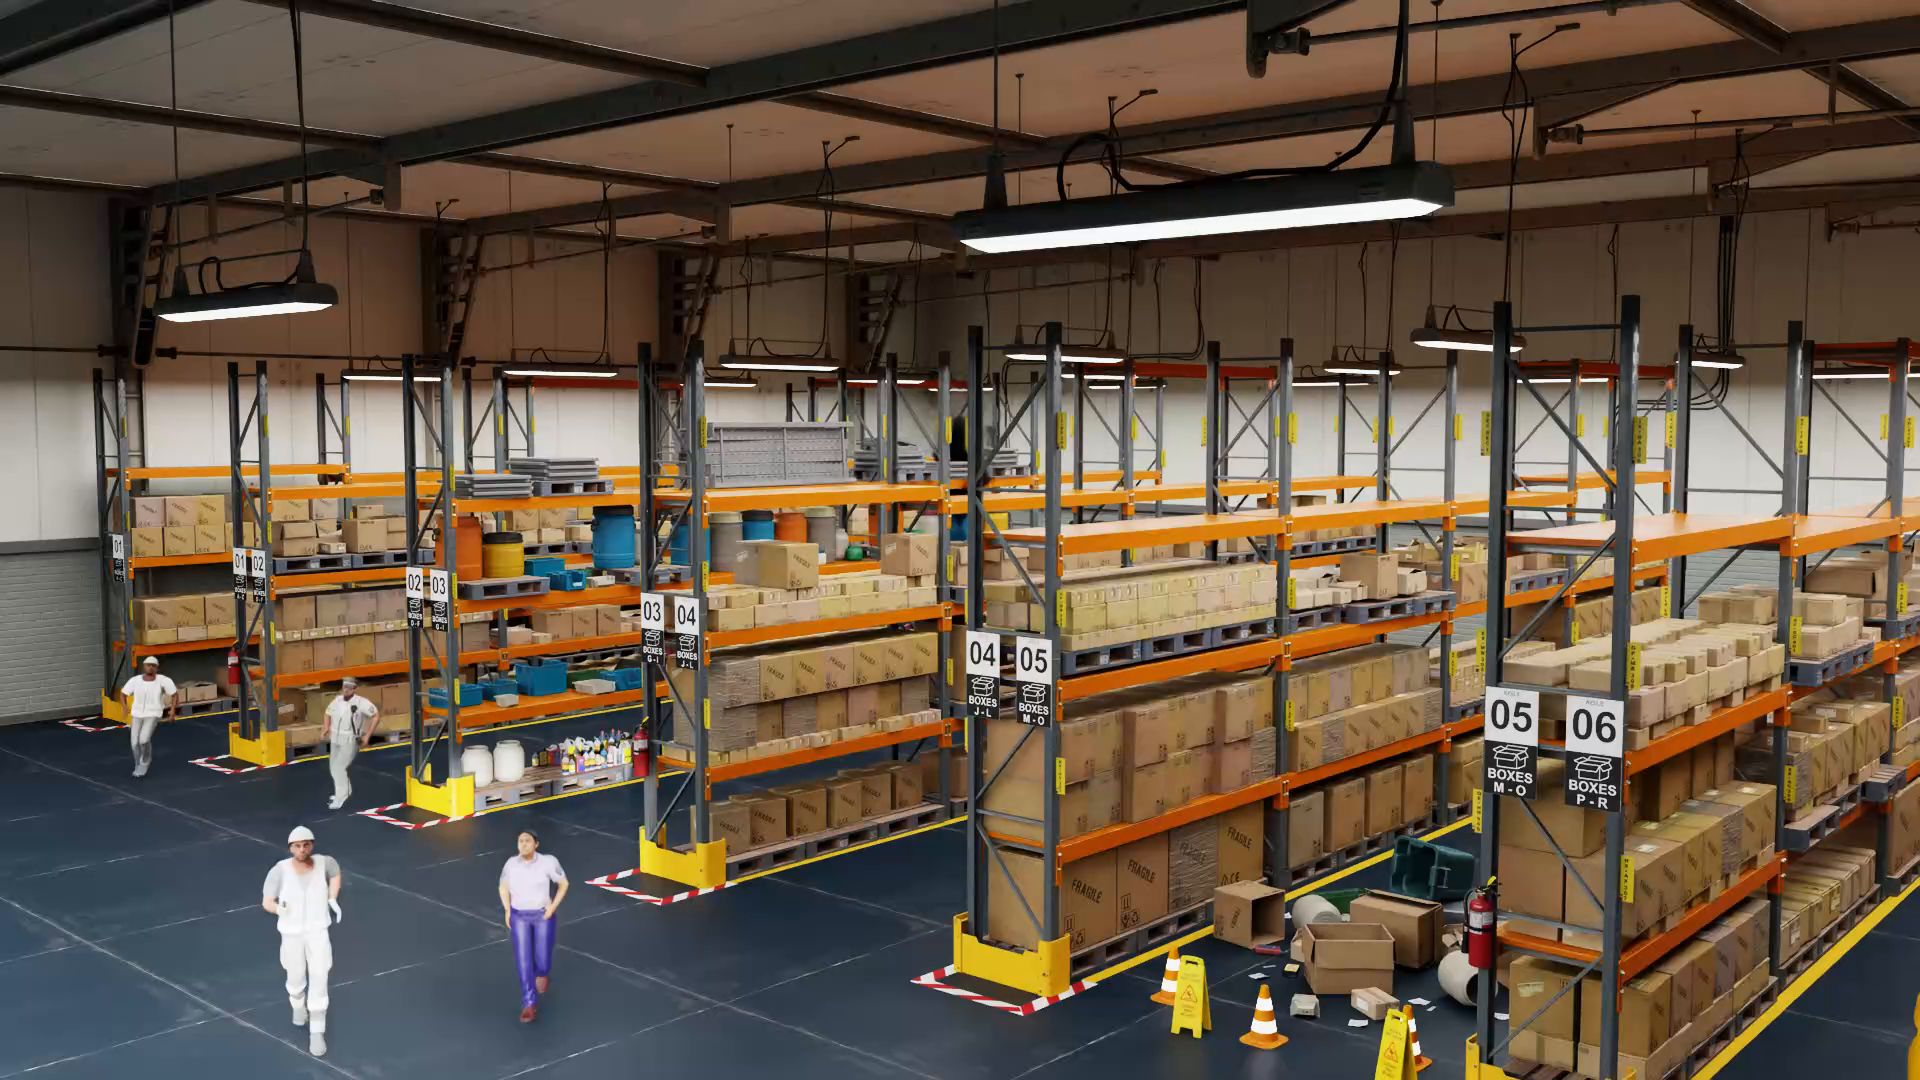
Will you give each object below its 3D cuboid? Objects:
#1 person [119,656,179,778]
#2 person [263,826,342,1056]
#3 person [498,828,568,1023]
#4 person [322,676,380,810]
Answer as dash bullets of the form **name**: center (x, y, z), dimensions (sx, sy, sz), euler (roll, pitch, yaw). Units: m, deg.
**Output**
- **person**: center (-11.726, 2.551, 23.951), dimensions (0.744, 1.720, 0.603), euler (0, 4, -6)
- **person**: center (-5.433, 3.242, 13.761), dimensions (0.607, 1.806, 0.935), euler (-2, 5, -21)
- **person**: center (-3.714, 3.308, 14.470), dimensions (0.603, 1.629, 0.605), euler (0, 4, -5)
- **person**: center (-8.138, 2.688, 22.088), dimensions (0.719, 1.793, 0.677), euler (1, 4, 17)
